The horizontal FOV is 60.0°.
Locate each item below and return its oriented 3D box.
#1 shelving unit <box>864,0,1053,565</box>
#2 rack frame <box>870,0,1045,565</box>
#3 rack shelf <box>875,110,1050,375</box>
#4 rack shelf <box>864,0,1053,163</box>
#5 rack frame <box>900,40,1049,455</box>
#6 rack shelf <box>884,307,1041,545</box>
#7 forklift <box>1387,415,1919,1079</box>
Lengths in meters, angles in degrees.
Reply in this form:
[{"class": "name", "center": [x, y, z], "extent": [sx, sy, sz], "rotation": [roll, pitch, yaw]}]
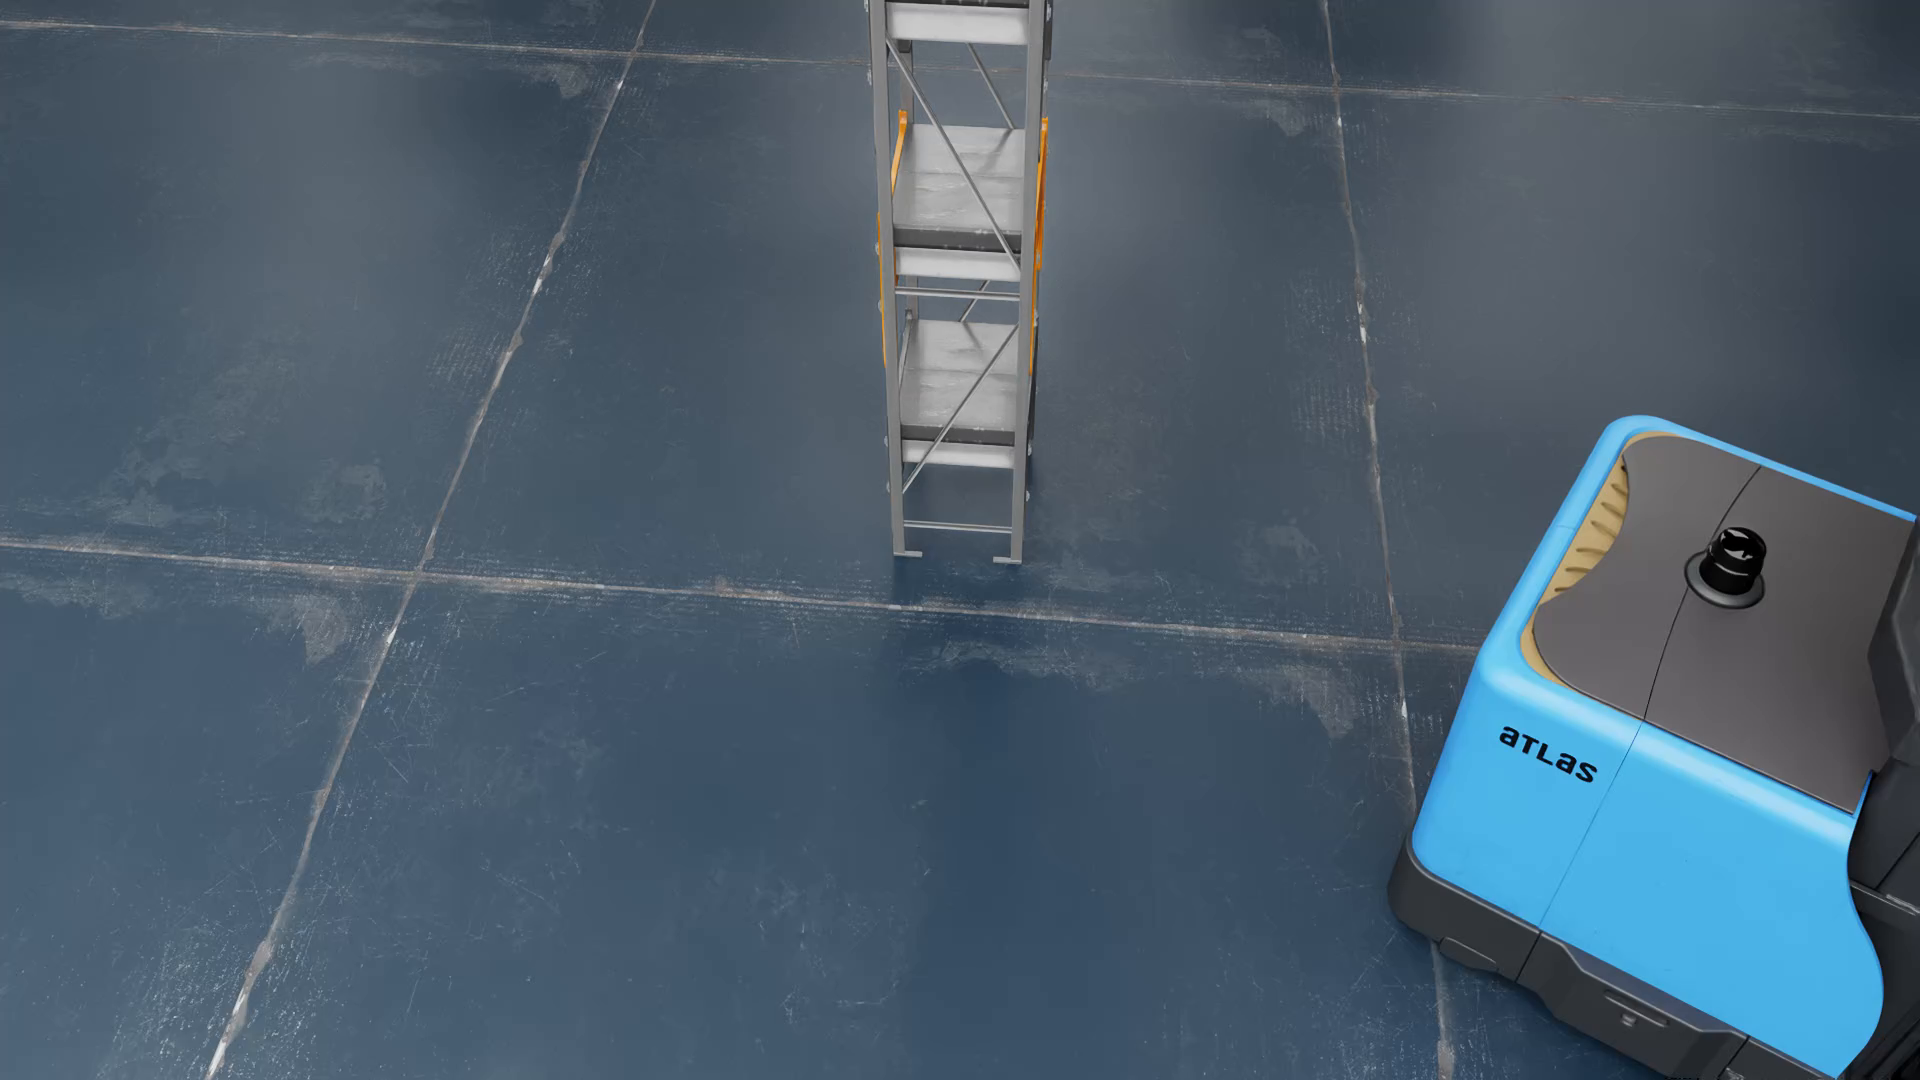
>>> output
[{"class": "shelving unit", "center": [0.015, -0.830, 4.586], "extent": [0.431, 2.100, 0.503], "rotation": [4, 48, 4]}, {"class": "rack frame", "center": [-0.007, -0.651, 4.422], "extent": [0.400, 2.100, 0.015], "rotation": [4, 48, 4]}, {"class": "rack shelf", "center": [0.015, -0.821, 4.597], "extent": [0.431, 0.518, 0.480], "rotation": [4, 48, 4]}, {"class": "rack shelf", "center": [0.015, -1.294, 4.080], "extent": [0.431, 0.518, 0.480], "rotation": [4, 48, 4]}, {"class": "rack frame", "center": [0.037, -1.010, 4.750], "extent": [0.400, 2.100, 0.015], "rotation": [4, 48, 4]}, {"class": "rack shelf", "center": [0.015, -0.349, 5.113], "extent": [0.431, 0.518, 0.480], "rotation": [4, 48, 4]}, {"class": "forklift", "center": [2.621, 0.296, 2.993], "extent": [3.031, 2.935, 1.130], "rotation": [26, 53, 22]}]
